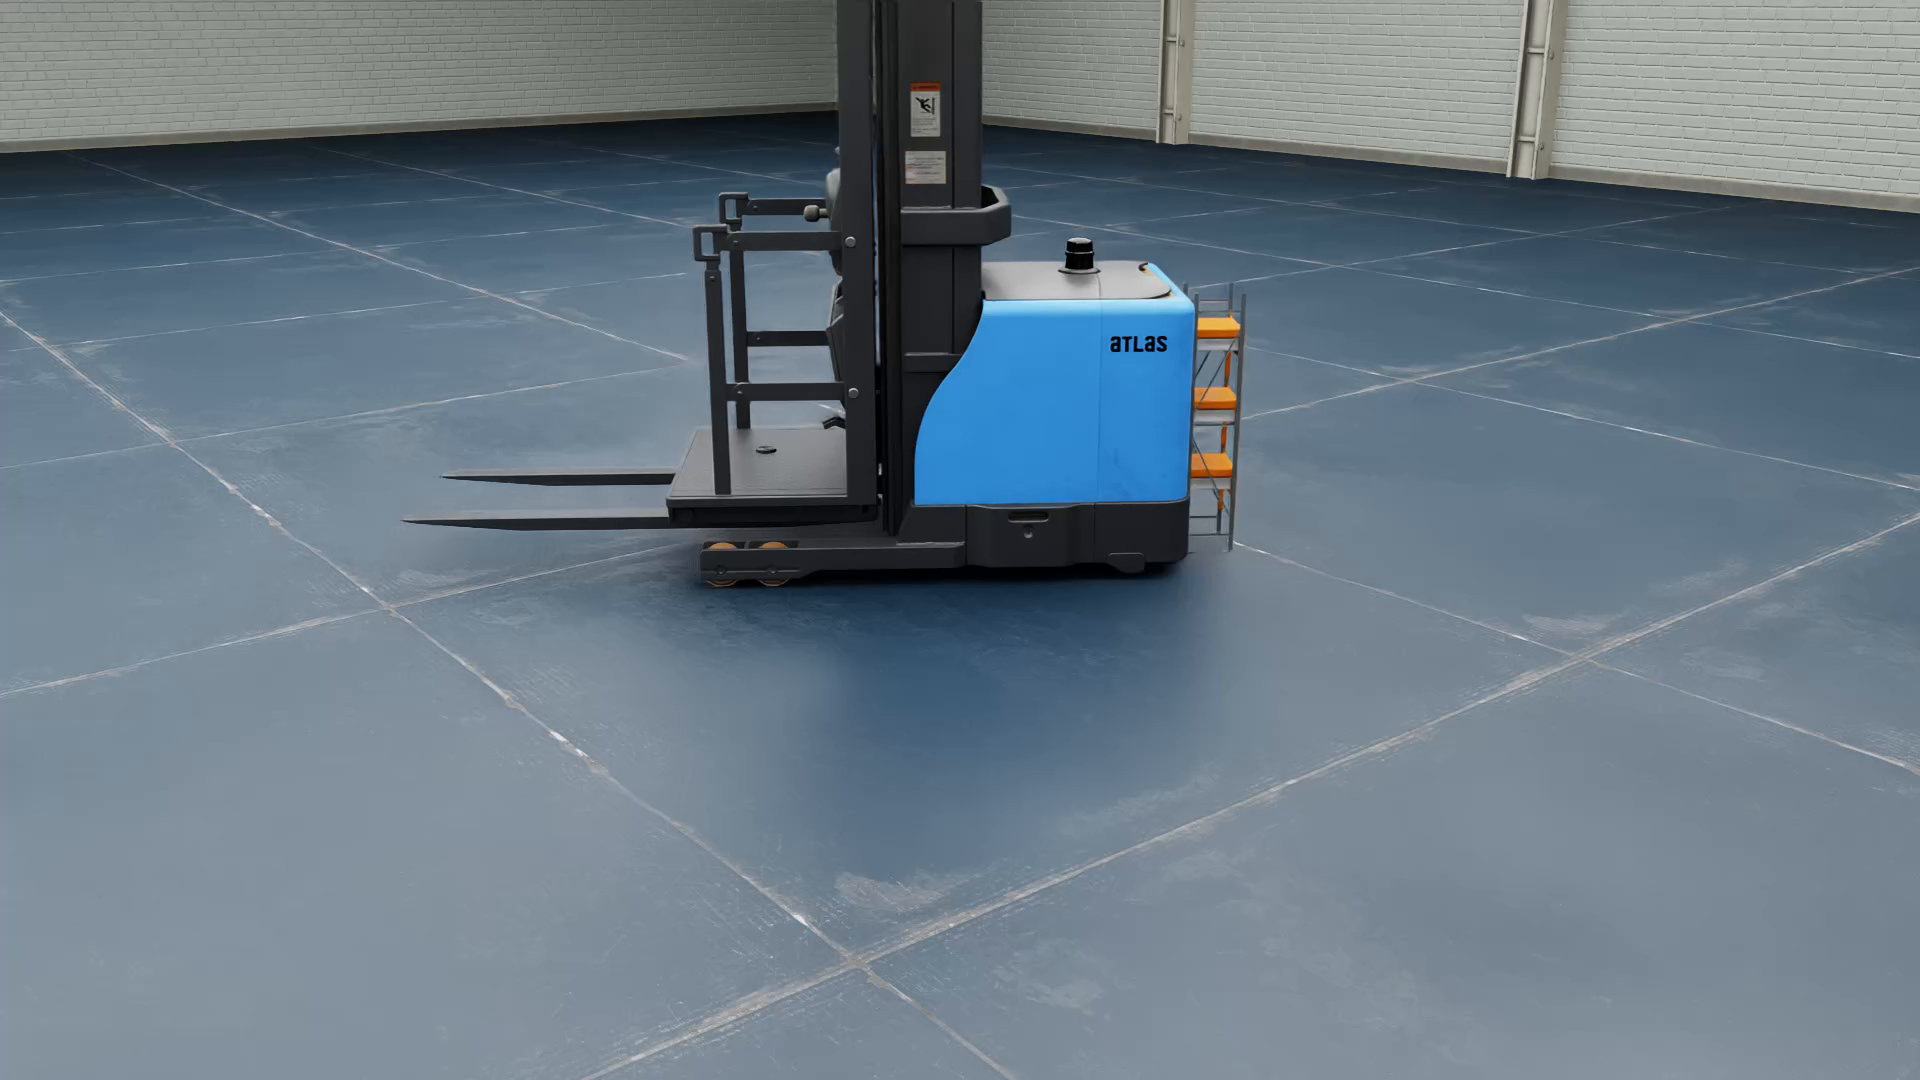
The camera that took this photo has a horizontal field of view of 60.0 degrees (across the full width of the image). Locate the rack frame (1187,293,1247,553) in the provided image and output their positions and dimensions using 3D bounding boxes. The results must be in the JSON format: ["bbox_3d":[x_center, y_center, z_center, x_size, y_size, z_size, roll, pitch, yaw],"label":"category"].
[{"bbox_3d":[1.000,-0.448,6.545,0.200,1.050,0.008,-1,18,-3],"label":"rack frame"}]

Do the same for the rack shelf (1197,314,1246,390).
[{"bbox_3d":[0.995,-0.746,6.575,0.215,0.259,0.240,-1,18,-3],"label":"rack shelf"}]

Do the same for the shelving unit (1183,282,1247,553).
[{"bbox_3d":[0.994,-0.486,6.661,0.215,1.050,0.252,-1,18,-3],"label":"shelving unit"}]

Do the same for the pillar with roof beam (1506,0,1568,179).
[{"bbox_3d":[3.491,-7.820,16.162,9.100,9.000,0.400,-14,23,-36],"label":"pillar with roof beam"}]

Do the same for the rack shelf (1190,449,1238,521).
[{"bbox_3d":[0.994,-0.212,6.751,0.215,0.259,0.240,-1,18,-3],"label":"rack shelf"}]

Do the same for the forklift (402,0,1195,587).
[{"bbox_3d":[-0.647,-1.382,6.374,3.031,2.935,1.130,-1,18,-2],"label":"forklift"}]

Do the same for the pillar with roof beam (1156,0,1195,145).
[{"bbox_3d":[-0.234,-9.298,20.627,9.100,9.000,0.400,-14,23,-36],"label":"pillar with roof beam"}]

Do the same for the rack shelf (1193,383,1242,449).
[{"bbox_3d":[0.994,-0.476,6.664,0.215,0.259,0.240,-1,18,-3],"label":"rack shelf"}]

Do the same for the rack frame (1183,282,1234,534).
[{"bbox_3d":[0.989,-0.525,6.776,0.200,1.050,0.008,-1,18,-3],"label":"rack frame"}]
